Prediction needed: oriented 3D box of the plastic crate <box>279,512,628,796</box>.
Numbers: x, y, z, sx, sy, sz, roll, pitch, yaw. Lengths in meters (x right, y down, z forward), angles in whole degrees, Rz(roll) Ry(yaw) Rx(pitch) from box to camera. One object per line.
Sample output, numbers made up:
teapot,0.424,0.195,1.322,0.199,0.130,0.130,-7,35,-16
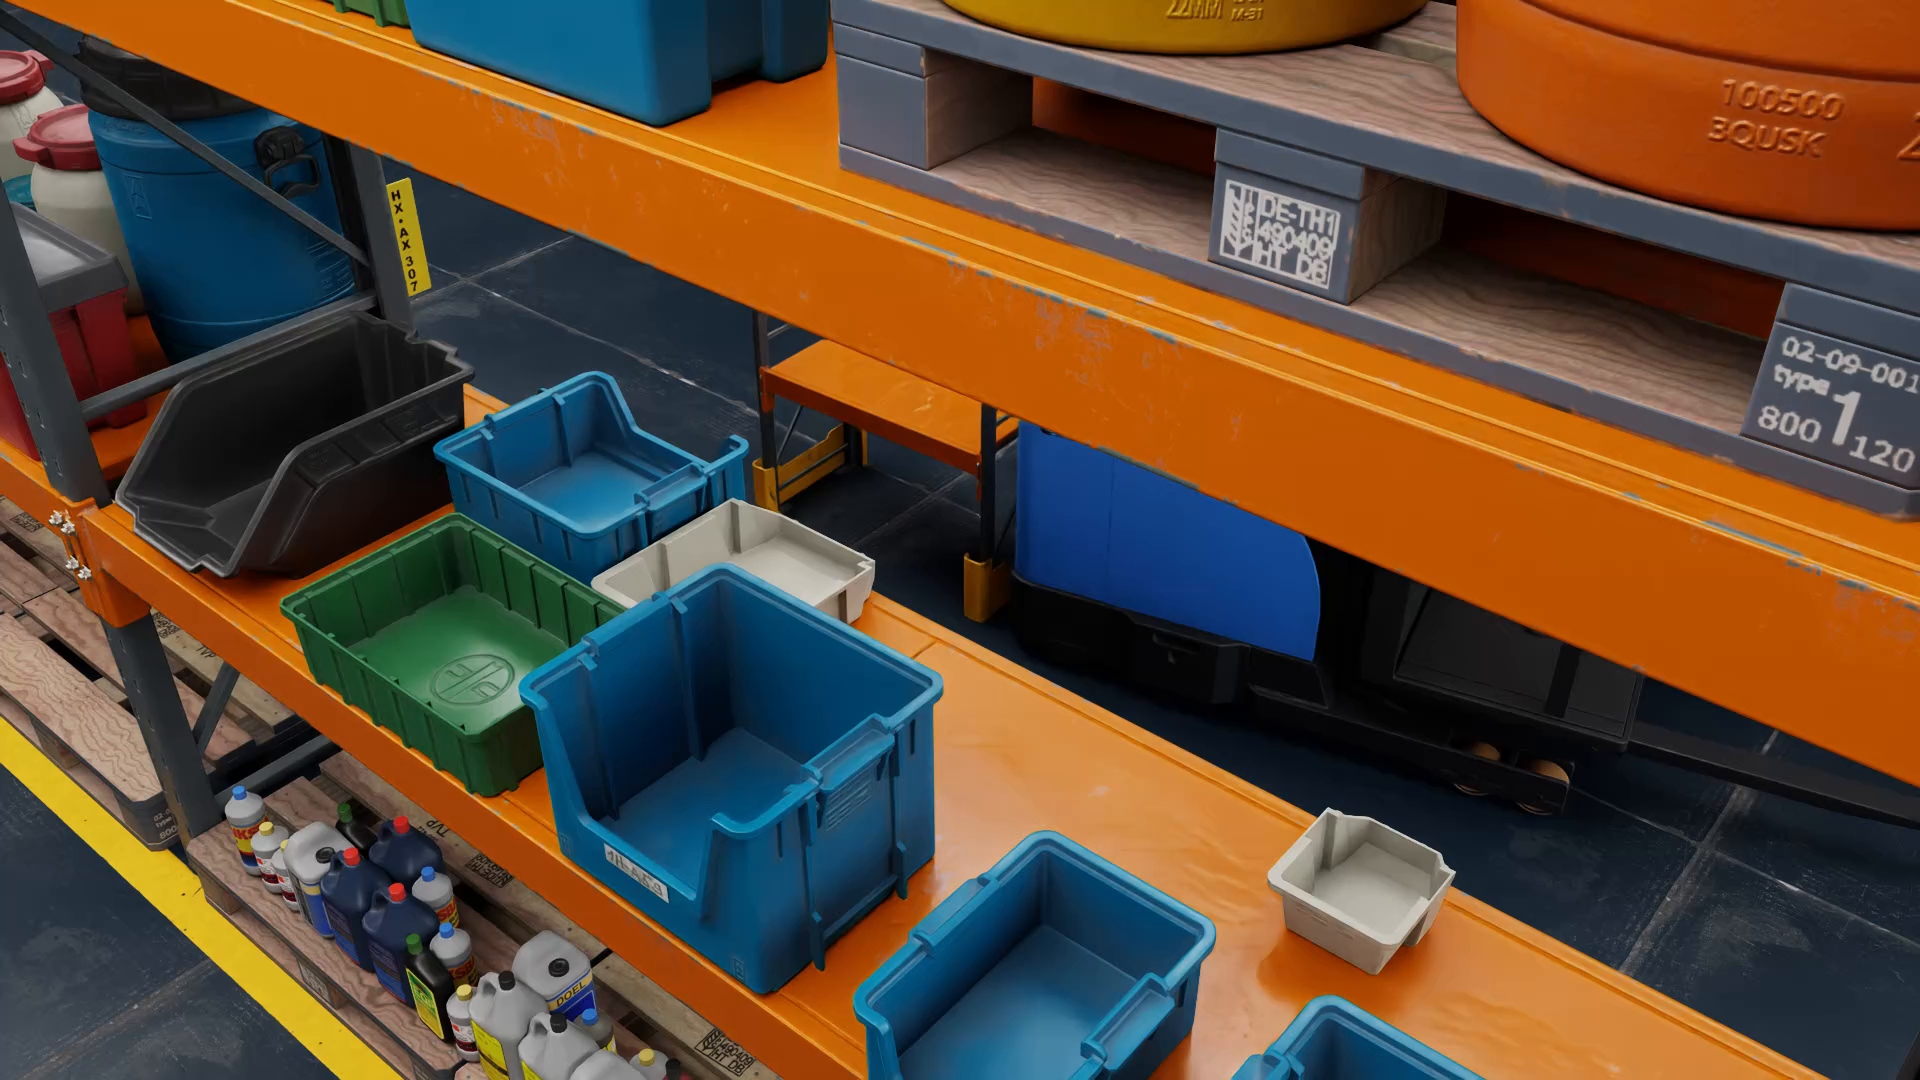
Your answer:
plastic crate,-1.018,0.228,3.456,0.662,0.188,0.450,25,42,32

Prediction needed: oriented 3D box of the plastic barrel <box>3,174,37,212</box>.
plastic barrel,-2.800,-0.963,5.125,0.301,0.262,0.301,0,34,0

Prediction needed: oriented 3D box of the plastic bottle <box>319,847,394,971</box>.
plastic bottle,-1.526,0.909,4.228,0.185,0.351,0.144,26,42,33

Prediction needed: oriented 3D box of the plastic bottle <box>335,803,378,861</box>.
plastic bottle,-1.582,0.829,4.404,0.133,0.283,0.061,25,42,32

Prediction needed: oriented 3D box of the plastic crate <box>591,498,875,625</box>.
plastic crate,-0.471,0.112,3.670,0.437,0.136,0.530,25,42,32

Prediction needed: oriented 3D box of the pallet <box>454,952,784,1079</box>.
pallet,-0.449,1.378,4.056,1.213,0.211,1.003,25,42,32

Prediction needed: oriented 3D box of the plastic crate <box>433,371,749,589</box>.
plastic crate,-0.856,-0.130,3.921,0.616,0.251,0.499,25,42,32

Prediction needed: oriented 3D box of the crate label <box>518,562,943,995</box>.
crate label,-0.394,0.411,2.971,0.616,0.435,0.502,25,42,32

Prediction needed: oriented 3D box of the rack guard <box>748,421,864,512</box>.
rack guard,-0.590,-0.301,6.468,0.087,0.250,0.587,23,41,30

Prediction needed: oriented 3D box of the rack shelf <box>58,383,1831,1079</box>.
rack shelf,-0.343,0.547,3.440,4.000,0.370,1.077,25,42,32

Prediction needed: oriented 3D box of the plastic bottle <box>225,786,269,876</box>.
plastic bottle,-1.916,0.775,4.493,0.097,0.271,0.097,0,34,0

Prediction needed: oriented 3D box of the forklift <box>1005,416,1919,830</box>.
forklift,1.708,-0.725,4.717,3.031,2.935,1.130,16,37,21

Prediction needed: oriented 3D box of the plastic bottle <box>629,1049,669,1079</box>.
plastic bottle,-0.716,1.258,3.852,0.097,0.201,0.097,0,34,0

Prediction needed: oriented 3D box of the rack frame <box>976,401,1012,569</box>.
rack frame,0.217,-0.468,5.607,0.032,1.500,0.500,23,41,30

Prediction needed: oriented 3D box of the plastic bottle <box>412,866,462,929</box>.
plastic bottle,-1.337,0.942,4.250,0.097,0.271,0.097,0,34,0

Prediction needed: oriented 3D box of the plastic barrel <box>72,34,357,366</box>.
plastic barrel,-1.984,-0.953,4.545,0.708,0.901,0.600,25,42,32

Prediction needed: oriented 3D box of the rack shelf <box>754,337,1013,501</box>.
rack shelf,-0.187,-0.494,5.962,1.000,0.185,0.538,23,41,30

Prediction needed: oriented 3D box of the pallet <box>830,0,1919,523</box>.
pallet,0.620,-0.526,1.884,1.213,0.211,1.003,25,42,32

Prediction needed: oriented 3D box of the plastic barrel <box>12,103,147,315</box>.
plastic barrel,-2.475,-0.972,4.896,0.433,0.535,0.433,0,34,0

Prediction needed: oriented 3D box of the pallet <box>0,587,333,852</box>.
pallet,-2.509,0.408,5.470,1.213,0.211,1.003,25,42,32

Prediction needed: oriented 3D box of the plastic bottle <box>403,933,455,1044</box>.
plastic bottle,-1.280,1.083,4.034,0.133,0.283,0.061,27,43,34

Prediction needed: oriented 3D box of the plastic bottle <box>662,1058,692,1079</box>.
plastic bottle,-0.607,1.289,3.735,0.133,0.283,0.061,25,42,32

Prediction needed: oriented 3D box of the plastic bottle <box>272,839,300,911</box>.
plastic bottle,-1.760,0.878,4.406,0.097,0.201,0.097,0,34,0

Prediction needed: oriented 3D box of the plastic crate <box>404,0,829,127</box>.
plastic crate,-0.465,-0.815,2.152,0.575,0.384,0.392,25,42,32

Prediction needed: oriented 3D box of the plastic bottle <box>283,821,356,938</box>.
plastic bottle,-1.650,0.878,4.338,0.135,0.276,0.152,27,43,33

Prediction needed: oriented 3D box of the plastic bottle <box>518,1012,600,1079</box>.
plastic bottle,-0.911,1.199,3.806,0.185,0.351,0.144,27,43,34

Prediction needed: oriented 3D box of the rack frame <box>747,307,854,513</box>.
rack frame,-0.591,-0.817,6.115,0.032,1.500,0.500,23,41,30

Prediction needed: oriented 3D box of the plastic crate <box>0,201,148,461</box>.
plastic crate,-2.448,-0.543,4.334,0.583,0.464,0.402,25,42,32

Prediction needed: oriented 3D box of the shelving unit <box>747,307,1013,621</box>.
shelving unit,-0.194,-0.646,5.865,1.083,1.500,0.587,23,41,30

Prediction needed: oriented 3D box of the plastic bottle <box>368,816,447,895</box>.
plastic bottle,-1.433,0.847,4.319,0.185,0.351,0.144,25,42,32

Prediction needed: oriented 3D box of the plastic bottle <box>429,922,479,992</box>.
plastic bottle,-1.244,1.047,4.097,0.097,0.271,0.097,0,34,0

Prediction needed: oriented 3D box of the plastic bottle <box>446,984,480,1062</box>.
plastic bottle,-1.178,1.152,4.006,0.097,0.201,0.097,0,34,0

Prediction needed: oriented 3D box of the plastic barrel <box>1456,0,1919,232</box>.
plastic barrel,0.739,-0.733,1.267,0.708,0.830,0.600,25,42,32

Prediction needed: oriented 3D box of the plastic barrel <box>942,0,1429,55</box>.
plastic barrel,0.236,-0.870,1.681,0.600,0.588,0.600,0,34,0

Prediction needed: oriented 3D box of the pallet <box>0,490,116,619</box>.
pallet,-3.451,-0.034,6.113,1.213,0.211,1.003,25,42,32

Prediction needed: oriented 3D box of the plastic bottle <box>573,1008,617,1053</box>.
plastic bottle,-0.867,1.192,3.948,0.097,0.201,0.097,0,34,0

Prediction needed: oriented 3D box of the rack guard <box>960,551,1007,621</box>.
rack guard,0.202,0.041,5.970,0.087,0.250,0.587,23,41,30

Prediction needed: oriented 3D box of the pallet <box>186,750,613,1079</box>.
pallet,-1.391,0.937,4.700,1.213,0.211,1.003,25,42,32

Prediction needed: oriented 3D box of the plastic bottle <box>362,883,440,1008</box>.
plastic bottle,-1.381,0.978,4.128,0.185,0.351,0.144,23,41,30

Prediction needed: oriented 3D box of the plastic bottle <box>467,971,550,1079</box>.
plastic bottle,-1.054,1.132,3.904,0.185,0.351,0.144,25,42,31

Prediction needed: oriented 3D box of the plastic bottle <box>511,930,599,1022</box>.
plastic bottle,-0.978,1.089,4.032,0.135,0.276,0.152,25,42,32

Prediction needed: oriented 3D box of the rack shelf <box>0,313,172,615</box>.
rack shelf,-3.418,-0.902,5.549,4.000,0.370,1.077,25,42,32

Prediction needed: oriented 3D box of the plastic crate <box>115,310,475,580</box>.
plastic crate,-1.560,-0.204,3.952,0.504,0.338,0.767,25,42,32

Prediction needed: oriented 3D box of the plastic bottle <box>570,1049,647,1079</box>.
plastic bottle,-0.781,1.288,3.742,0.135,0.276,0.152,24,41,31

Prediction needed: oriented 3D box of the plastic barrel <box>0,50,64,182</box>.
plastic barrel,-3.039,-1.238,5.283,0.433,0.535,0.433,0,34,0

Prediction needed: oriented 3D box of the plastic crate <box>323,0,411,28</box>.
plastic crate,-0.842,-0.933,2.497,0.450,0.188,0.336,25,42,32

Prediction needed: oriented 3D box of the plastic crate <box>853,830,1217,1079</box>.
plastic crate,0.122,0.747,2.644,0.408,0.251,0.499,25,42,32

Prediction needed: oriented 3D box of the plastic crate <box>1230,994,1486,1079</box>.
plastic crate,0.617,0.985,2.298,0.616,0.251,0.499,25,42,32

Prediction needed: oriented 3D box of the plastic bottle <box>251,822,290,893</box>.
plastic bottle,-1.838,0.841,4.459,0.097,0.201,0.097,0,34,0

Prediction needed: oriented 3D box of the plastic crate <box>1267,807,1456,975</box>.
plastic crate,0.712,0.619,2.932,0.250,0.136,0.298,25,42,32

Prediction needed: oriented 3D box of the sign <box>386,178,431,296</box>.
sign,-1.520,-0.824,4.555,0.005,0.325,0.100,25,42,32

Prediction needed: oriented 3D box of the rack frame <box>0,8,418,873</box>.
rack frame,-1.881,-0.474,4.291,0.127,3.000,1.000,25,42,32
